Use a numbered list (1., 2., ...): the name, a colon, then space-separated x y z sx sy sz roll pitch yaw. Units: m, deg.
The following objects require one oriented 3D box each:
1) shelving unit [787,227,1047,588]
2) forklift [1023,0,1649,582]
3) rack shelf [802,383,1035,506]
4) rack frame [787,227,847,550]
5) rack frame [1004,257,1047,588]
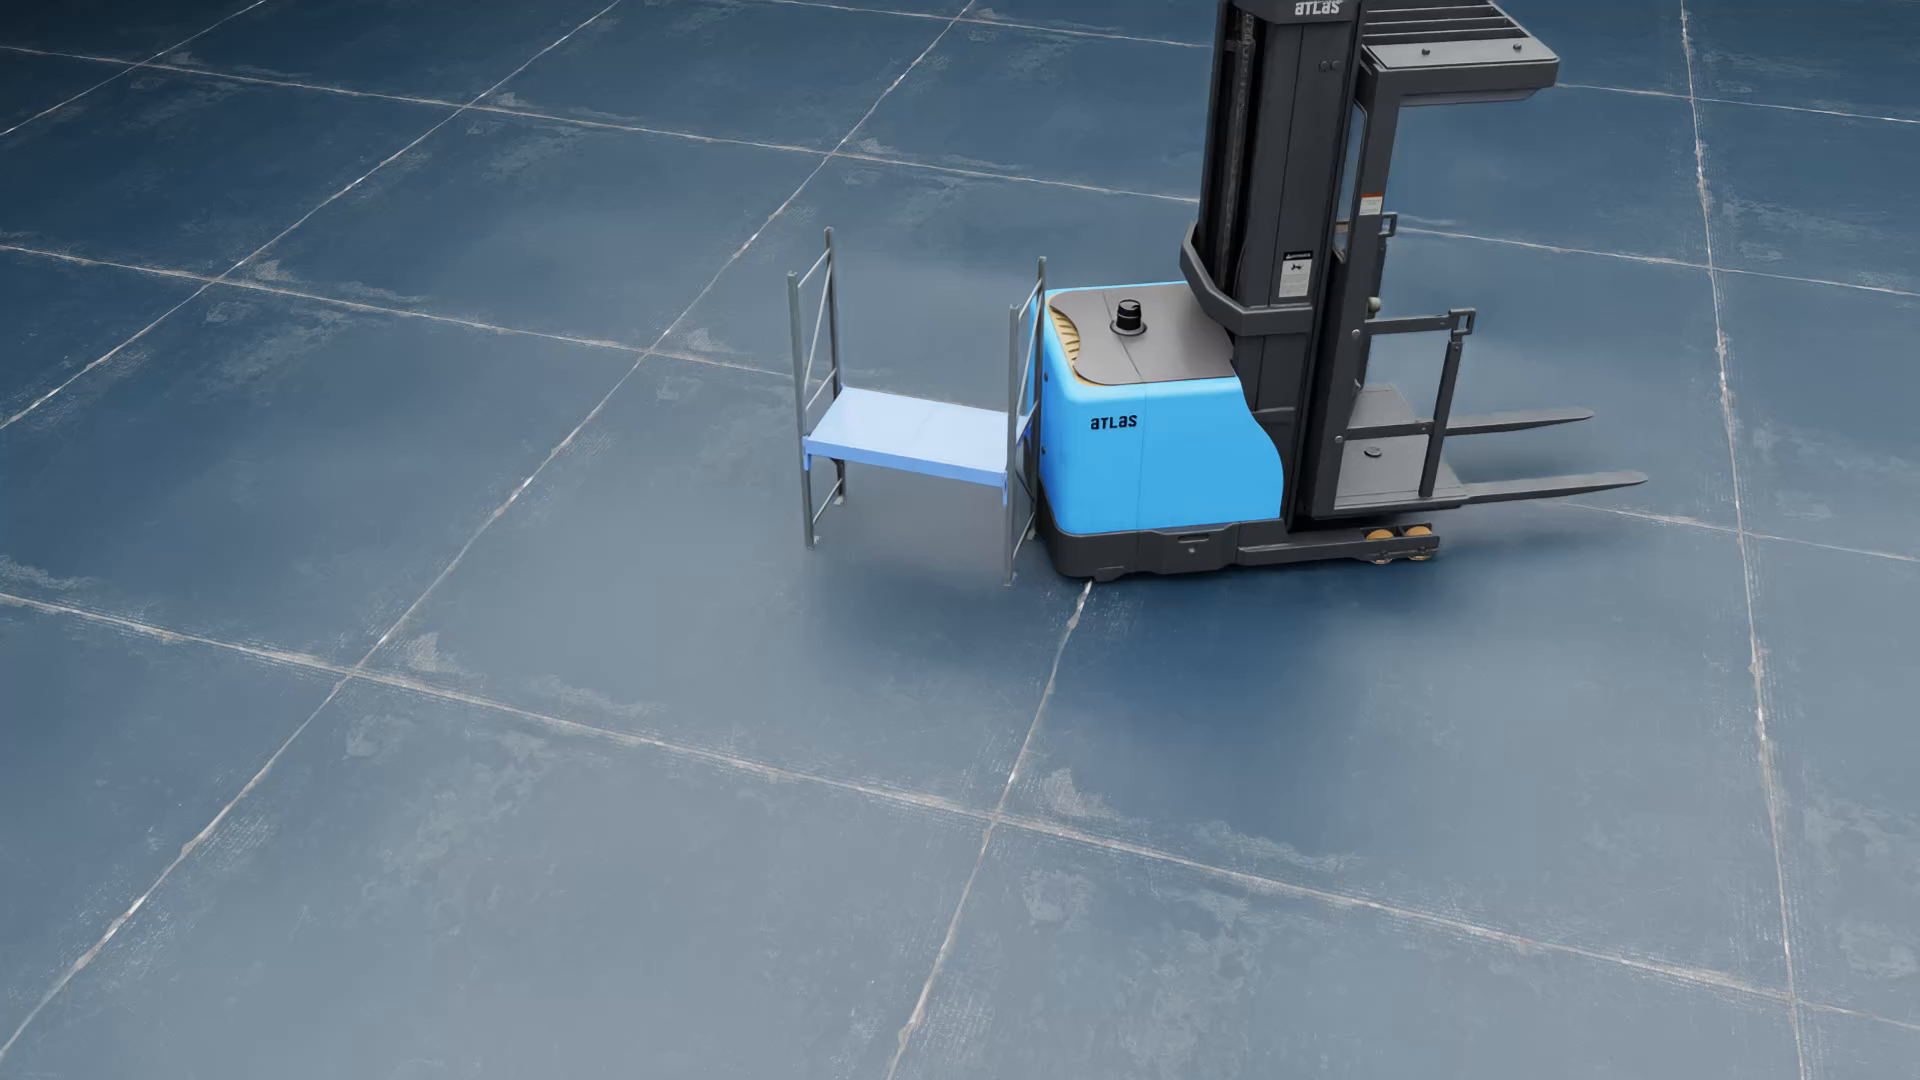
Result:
1. shelving unit: -0.186 -0.609 7.813 1.048 1.500 0.538 10 38 14
2. forklift: 1.887 -1.371 7.640 3.031 2.935 1.130 -5 37 -6
3. rack shelf: -0.186 -0.465 7.919 1.000 0.185 0.538 10 38 14
4. rack frame: -0.672 -0.698 7.934 0.032 1.500 0.500 10 38 14
5. rack frame: 0.300 -0.520 7.692 0.032 1.500 0.500 10 38 14
